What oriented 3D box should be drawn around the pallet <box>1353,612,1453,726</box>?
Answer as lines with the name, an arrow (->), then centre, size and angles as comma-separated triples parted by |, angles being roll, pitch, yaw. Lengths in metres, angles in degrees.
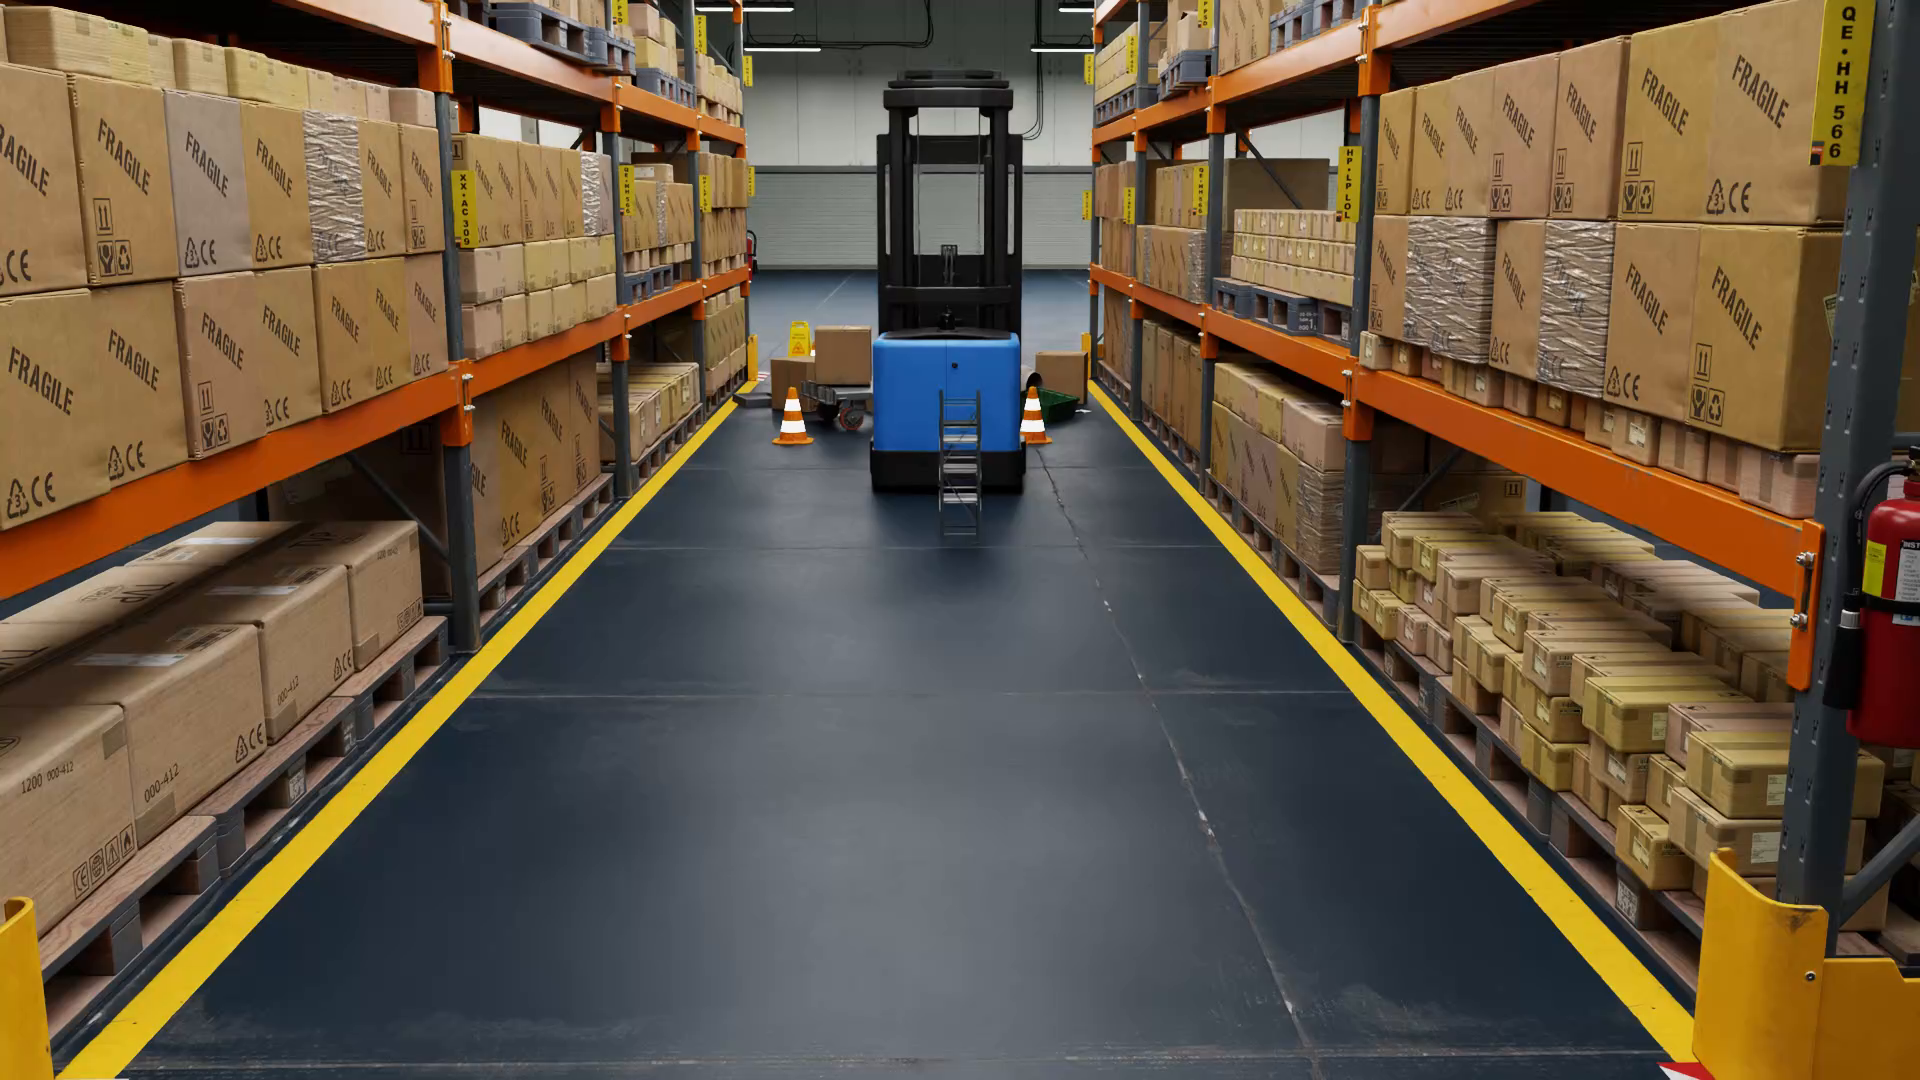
pallet -> 2.312, 0.502, 7.054 | 1.003, 0.211, 1.213 | 0, 11, -1

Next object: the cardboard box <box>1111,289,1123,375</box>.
cardboard box -> 2.115, -2.238, 17.836 | 0.875, 0.875, 0.875 | 0, 11, -2

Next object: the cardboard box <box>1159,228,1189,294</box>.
cardboard box -> 1.868, -2.231, 13.260 | 0.500, 0.500, 0.500 | 0, 11, 0

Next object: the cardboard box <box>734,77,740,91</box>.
cardboard box -> -2.630, -5.015, 18.315 | 0.380, 0.149, 0.250 | 0, 11, -1

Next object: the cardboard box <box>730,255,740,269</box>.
cardboard box -> -2.575, -2.994, 17.906 | 0.380, 0.149, 0.250 | 0, 11, 0

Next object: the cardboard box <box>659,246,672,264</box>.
cardboard box -> -2.556, -2.326, 13.558 | 0.380, 0.149, 0.250 | 0, 11, -1

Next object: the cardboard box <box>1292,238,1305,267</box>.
cardboard box -> 2.026, -1.567, 9.065 | 0.380, 0.149, 0.250 | 0, 11, -1

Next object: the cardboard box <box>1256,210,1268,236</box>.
cardboard box -> 2.010, -1.920, 10.057 | 0.380, 0.149, 0.250 | -1, 11, -4

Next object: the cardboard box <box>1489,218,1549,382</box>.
cardboard box -> 2.053, -0.788, 5.400 | 0.500, 0.500, 0.500 | 0, 11, 2

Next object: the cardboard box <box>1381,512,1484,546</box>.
cardboard box -> 2.063, -0.029, 7.275 | 0.380, 0.149, 0.250 | 0, 11, 1

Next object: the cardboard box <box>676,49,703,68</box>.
cardboard box -> -2.530, -4.349, 15.036 | 0.380, 0.149, 0.250 | 0, 11, -2

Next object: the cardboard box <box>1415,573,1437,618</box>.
cardboard box -> 2.086, 0.219, 6.800 | 0.380, 0.149, 0.250 | 0, 11, -1

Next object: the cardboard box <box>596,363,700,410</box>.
cardboard box -> -2.836, -1.362, 14.779 | 0.950, 0.372, 0.625 | 0, 11, 0

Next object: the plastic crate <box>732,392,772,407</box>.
plastic crate -> -2.062, -1.432, 16.919 | 0.402, 0.080, 0.583 | -4, 12, -21

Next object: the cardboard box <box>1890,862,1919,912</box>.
cardboard box -> 2.655, 0.883, 4.276 | 0.380, 0.149, 0.250 | 0, 11, 0

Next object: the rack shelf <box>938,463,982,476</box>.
rack shelf -> 0.000, -0.407, 9.968 | 0.258, 0.077, 0.200 | 0, 11, -1

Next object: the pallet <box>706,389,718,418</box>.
pallet -> -2.899, -1.315, 16.008 | 1.003, 0.211, 1.213 | 0, 11, -1

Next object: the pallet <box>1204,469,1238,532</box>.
pallet -> 2.195, -0.271, 10.865 | 1.003, 0.211, 1.213 | 0, 11, -1

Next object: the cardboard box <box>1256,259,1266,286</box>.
cardboard box -> 2.006, -1.625, 10.102 | 0.380, 0.149, 0.250 | 0, 11, 1

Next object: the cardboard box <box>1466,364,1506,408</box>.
cardboard box -> 2.017, -0.556, 5.885 | 0.380, 0.149, 0.250 | 0, 11, 1

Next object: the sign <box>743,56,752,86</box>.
sign -> -2.377, -5.245, 18.598 | 0.100, 0.325, 0.005 | 0, 11, -1

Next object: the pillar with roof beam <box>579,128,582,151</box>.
pillar with roof beam -> -4.973, -10.908, 41.194 | 9.100, 9.000, 0.548 | 0, 11, -1

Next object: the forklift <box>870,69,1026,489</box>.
forklift -> -0.073, -2.046, 12.773 | 1.130, 2.935, 3.031 | 0, 11, 1

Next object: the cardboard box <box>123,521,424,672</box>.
cardboard box -> -2.778, 0.218, 6.830 | 0.875, 0.438, 0.875 | 0, 11, -2

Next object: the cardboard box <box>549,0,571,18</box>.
cardboard box -> -2.440, -3.128, 9.083 | 0.500, 0.500, 0.500 | 0, 11, -1

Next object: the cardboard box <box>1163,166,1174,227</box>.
cardboard box -> 2.126, -2.926, 14.173 | 0.700, 0.500, 0.500 | 0, 11, -2

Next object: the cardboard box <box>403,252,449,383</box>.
cardboard box -> -2.419, -0.915, 6.776 | 0.500, 0.500, 0.500 | 0, 11, -1

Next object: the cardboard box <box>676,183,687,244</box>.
cardboard box -> -2.599, -2.759, 14.058 | 0.500, 0.500, 0.500 | 0, 11, -1

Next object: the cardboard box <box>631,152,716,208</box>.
cardboard box -> -2.642, -3.321, 15.370 | 0.700, 0.500, 0.500 | 0, 11, -2

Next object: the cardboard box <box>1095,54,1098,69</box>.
cardboard box -> 1.704, -5.308, 18.454 | 0.380, 0.149, 0.250 | 0, 11, -1

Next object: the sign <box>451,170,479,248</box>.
sign -> -2.129, -1.423, 7.153 | 0.100, 0.325, 0.005 | 0, 11, -1

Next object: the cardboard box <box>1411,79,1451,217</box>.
cardboard box -> 2.054, -1.489, 6.340 | 0.500, 0.500, 0.500 | -1, 11, -3

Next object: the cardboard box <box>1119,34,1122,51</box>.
cardboard box -> 1.749, -4.854, 16.213 | 0.380, 0.149, 0.250 | 0, 11, -1

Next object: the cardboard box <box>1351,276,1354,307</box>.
cardboard box -> 2.057, -1.159, 7.802 | 0.380, 0.149, 0.250 | 0, 11, -2

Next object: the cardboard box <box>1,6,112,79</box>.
cardboard box -> -2.299, -1.195, 4.007 | 0.380, 0.149, 0.250 | 0, 11, 1

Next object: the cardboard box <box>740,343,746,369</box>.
cardboard box -> -2.646, -2.037, 18.414 | 0.500, 0.250, 0.500 | 0, 11, -1

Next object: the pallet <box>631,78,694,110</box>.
pallet -> -2.943, -3.803, 14.187 | 1.213, 0.211, 1.003 | 0, 11, -1

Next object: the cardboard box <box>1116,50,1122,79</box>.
cardboard box -> 1.812, -4.682, 16.371 | 0.500, 0.250, 0.500 | 0, 11, -2

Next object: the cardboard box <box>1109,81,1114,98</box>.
cardboard box -> 1.733, -4.614, 17.038 | 0.380, 0.149, 0.250 | 0, 11, -1

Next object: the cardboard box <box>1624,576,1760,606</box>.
cardboard box -> 2.631, 0.230, 5.997 | 0.380, 0.149, 0.250 | -1, 11, -3

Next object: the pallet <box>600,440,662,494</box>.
pallet -> -2.781, -0.541, 12.197 | 1.003, 0.211, 1.213 | 0, 11, -1

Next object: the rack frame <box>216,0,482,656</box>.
rack frame -> -2.684, -0.958, 7.235 | 1.000, 3.000, 0.127 | 0, 11, -1

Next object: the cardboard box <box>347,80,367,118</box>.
cardboard box -> -2.467, -1.652, 6.261 | 0.380, 0.149, 0.250 | 0, 11, -1

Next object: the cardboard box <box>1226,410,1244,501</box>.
cardboard box -> 1.954, -0.532, 10.369 | 0.500, 0.500, 0.500 | 0, 11, 0

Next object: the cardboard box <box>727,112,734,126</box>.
cardboard box -> -2.636, -4.518, 17.871 | 0.380, 0.149, 0.250 | 0, 11, 1

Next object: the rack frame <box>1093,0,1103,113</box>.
rack frame -> 2.015, -6.323, 18.595 | 1.000, 3.000, 0.127 | 0, 11, -1

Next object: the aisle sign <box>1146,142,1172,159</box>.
aisle sign -> 2.313, -4.673, 19.009 | 0.394, 0.787, 0.004 | 0, 11, -1

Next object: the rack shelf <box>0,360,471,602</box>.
rack shelf -> -2.643, -0.207, 5.347 | 1.077, 0.370, 4.000 | 0, 11, -1

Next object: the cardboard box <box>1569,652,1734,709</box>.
cardboard box -> 2.059, 0.440, 4.964 | 0.380, 0.149, 0.250 | -1, 11, -3

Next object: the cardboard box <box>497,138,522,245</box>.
cardboard box -> -2.444, -1.686, 8.060 | 0.500, 0.500, 0.500 | 0, 11, -1

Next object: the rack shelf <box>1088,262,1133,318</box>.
rack shelf -> 2.056, -2.633, 17.304 | 1.077, 0.370, 4.000 | 0, 11, -1

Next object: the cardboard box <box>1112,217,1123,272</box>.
cardboard box -> 2.039, -3.057, 17.206 | 0.875, 0.550, 0.500 | 0, 11, -1

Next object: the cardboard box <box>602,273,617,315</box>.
cardboard box -> -2.497, -1.580, 10.679 | 0.500, 0.250, 0.500 | -1, 11, -3

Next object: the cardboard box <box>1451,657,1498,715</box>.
cardboard box -> 2.017, 0.525, 6.042 | 0.380, 0.149, 0.250 | -1, 11, -3

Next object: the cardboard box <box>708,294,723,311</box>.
cardboard box -> -2.547, -2.337, 16.377 | 0.380, 0.149, 0.250 | 0, 11, 1

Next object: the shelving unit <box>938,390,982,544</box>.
shelving unit -> 0.000, -0.439, 9.962 | 0.258, 0.900, 0.210 | 0, 11, -1

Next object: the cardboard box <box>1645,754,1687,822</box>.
cardboard box -> 2.098, 0.687, 4.495 | 0.380, 0.149, 0.250 | -1, 11, -2
